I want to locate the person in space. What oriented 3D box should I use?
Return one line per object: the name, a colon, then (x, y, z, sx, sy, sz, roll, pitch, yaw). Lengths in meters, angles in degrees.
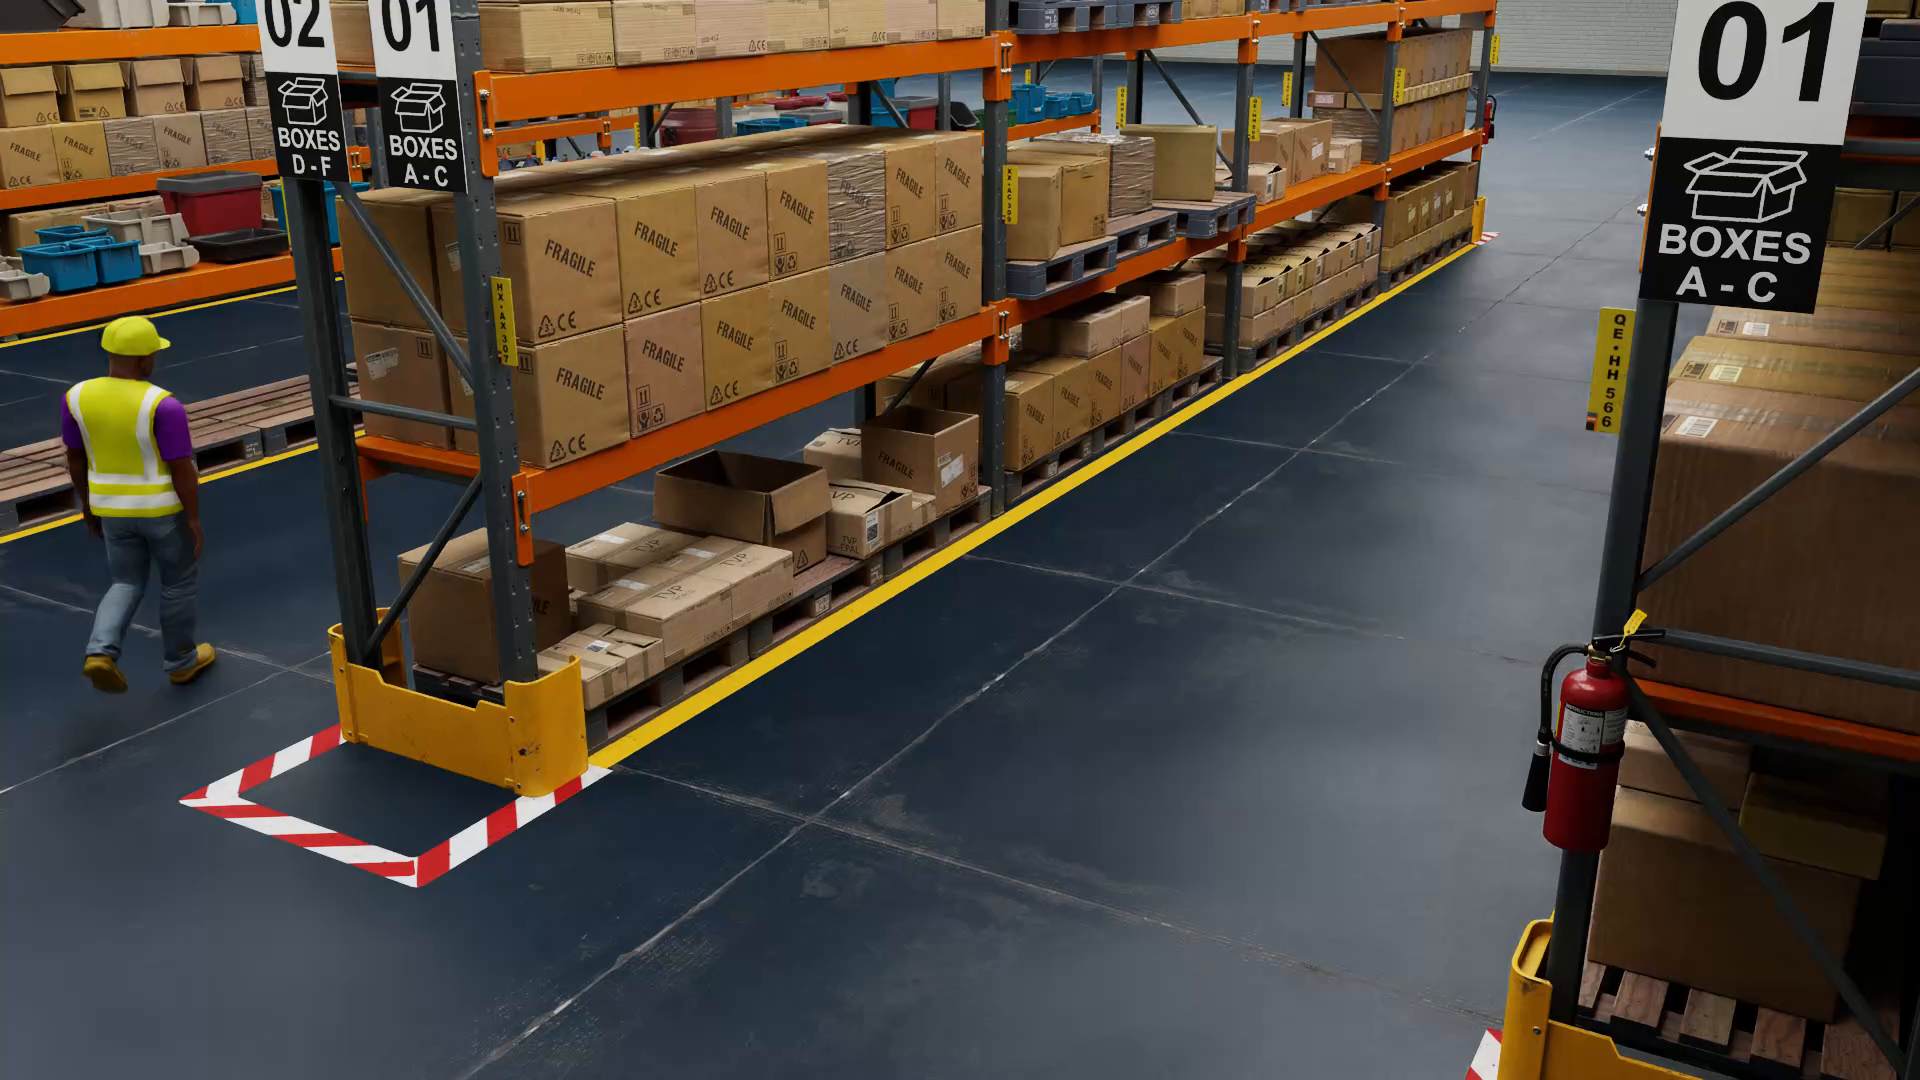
person: (-3.650, -0.123, 7.382, 0.592, 1.746, 0.784, 1, 19, 3)
